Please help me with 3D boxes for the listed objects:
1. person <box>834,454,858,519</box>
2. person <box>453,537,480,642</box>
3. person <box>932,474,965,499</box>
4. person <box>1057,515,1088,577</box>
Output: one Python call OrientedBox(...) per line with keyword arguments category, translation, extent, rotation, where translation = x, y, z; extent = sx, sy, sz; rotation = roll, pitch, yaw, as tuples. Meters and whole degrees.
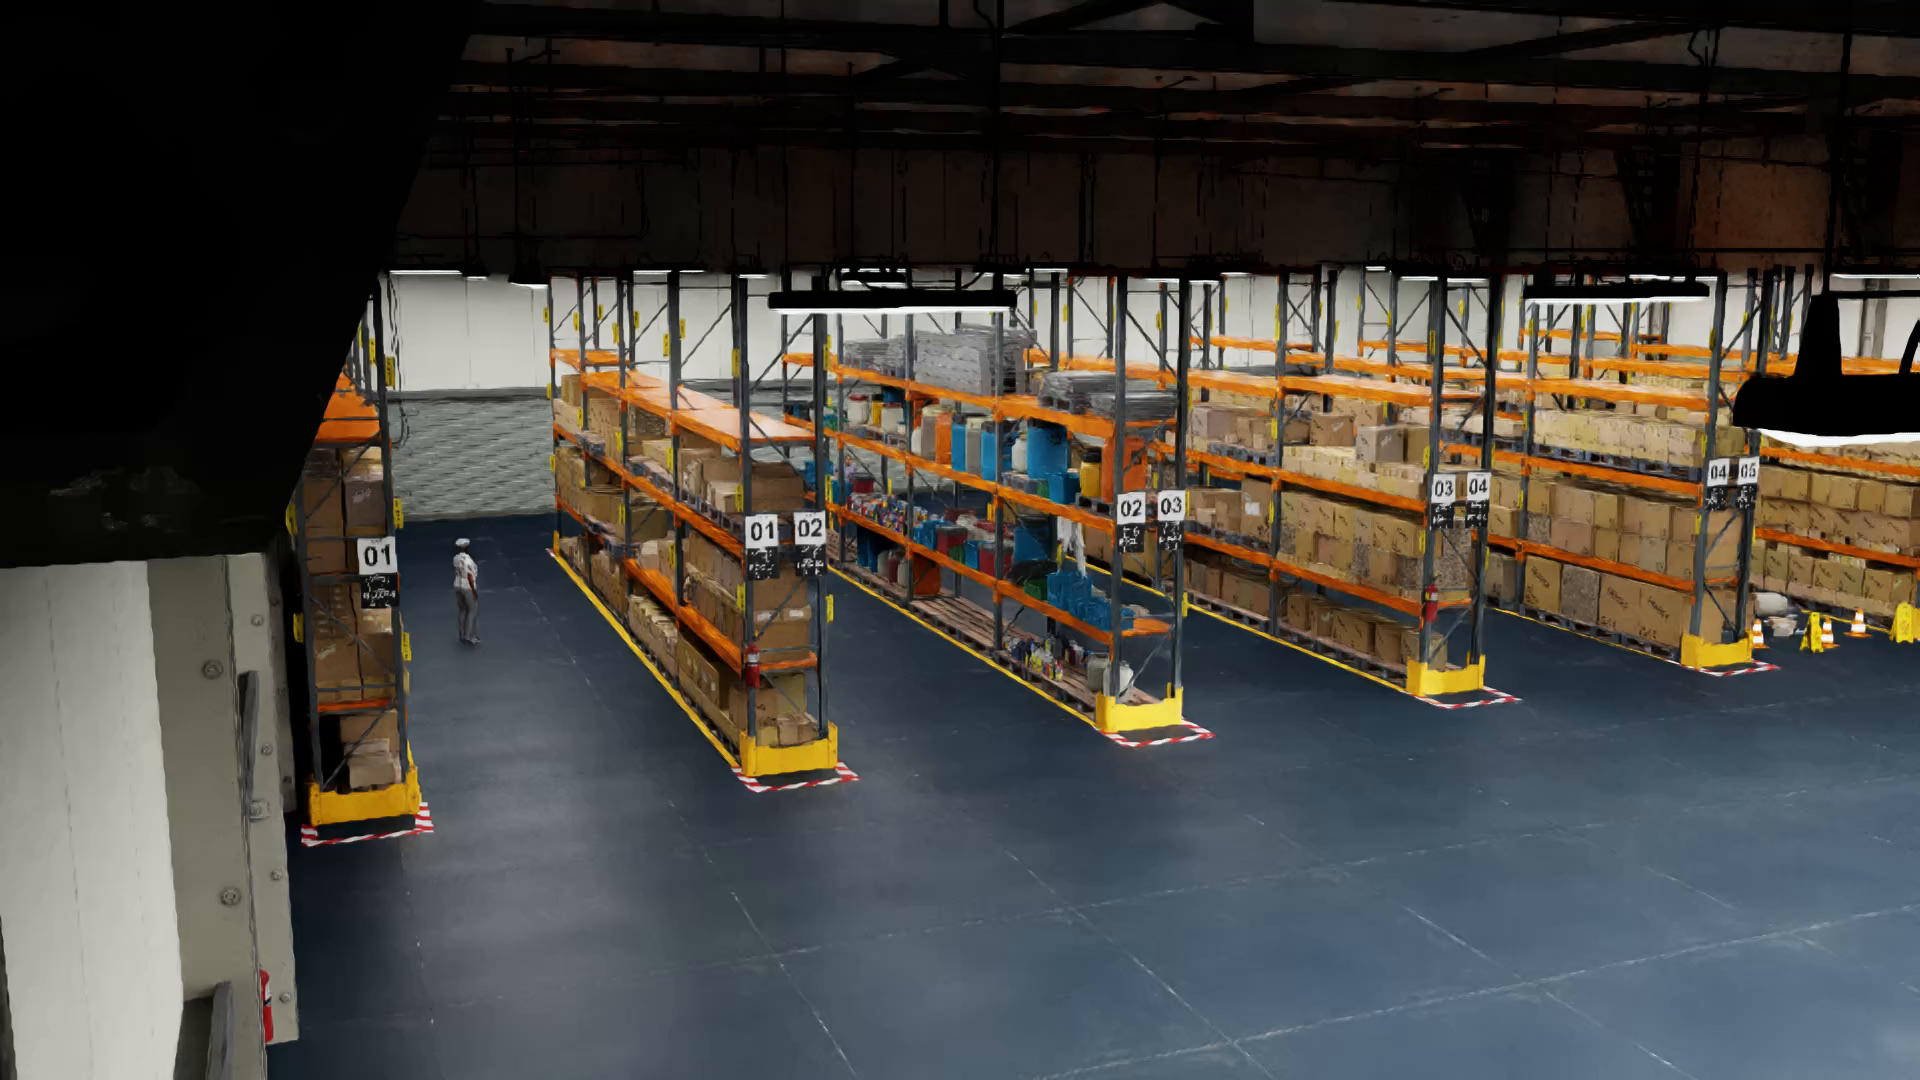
OrientedBox(category="person", translation=(-2.693, -1.265, 39.352), extent=(0.625, 1.593, 0.510), rotation=(-4, 11, -23))
OrientedBox(category="person", translation=(-8.064, 0.833, 27.212), extent=(0.526, 1.735, 0.372), rotation=(9, 13, 42))
OrientedBox(category="person", translation=(-0.353, -1.830, 42.449), extent=(0.643, 1.612, 0.794), rotation=(-8, 13, -38))
OrientedBox(category="person", translation=(2.136, -0.069, 32.034), extent=(0.598, 1.698, 1.194), rotation=(-3, 10, -19))
